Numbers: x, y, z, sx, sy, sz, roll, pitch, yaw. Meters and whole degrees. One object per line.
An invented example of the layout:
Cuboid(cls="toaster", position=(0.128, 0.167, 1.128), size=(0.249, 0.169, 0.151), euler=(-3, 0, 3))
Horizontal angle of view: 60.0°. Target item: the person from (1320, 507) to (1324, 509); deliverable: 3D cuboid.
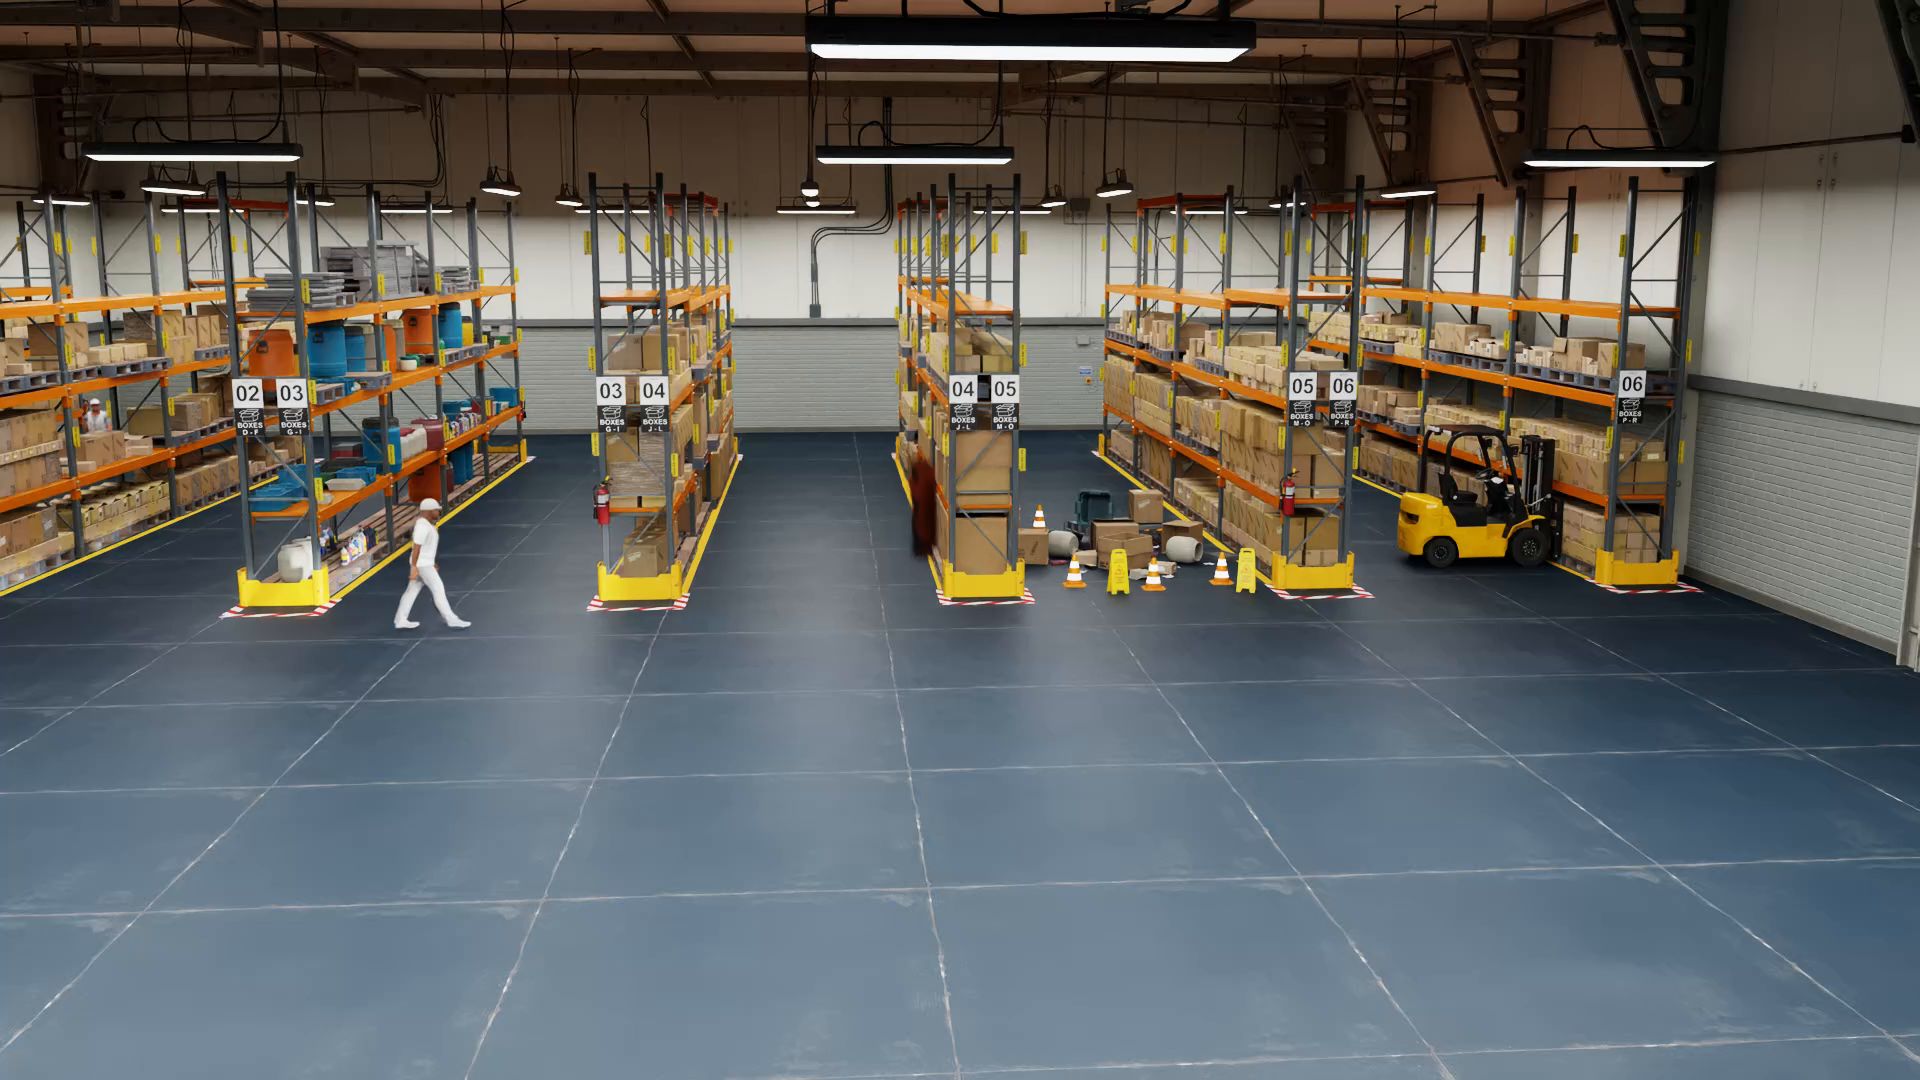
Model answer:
Cuboid(cls="person", position=(6.333, -1.115, 29.930), size=(0.583, 1.784, 0.553), euler=(-1, 10, -6))

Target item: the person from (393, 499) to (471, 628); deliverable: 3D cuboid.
Cuboid(cls="person", position=(-7.002, 0.302, 21.913), size=(0.969, 1.701, 0.619), euler=(-3, 11, -19))

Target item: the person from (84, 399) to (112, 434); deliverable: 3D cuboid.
Cuboid(cls="person", position=(-18.672, -2.189, 35.932), size=(0.680, 1.723, 1.034), euler=(-1, 10, -3))
